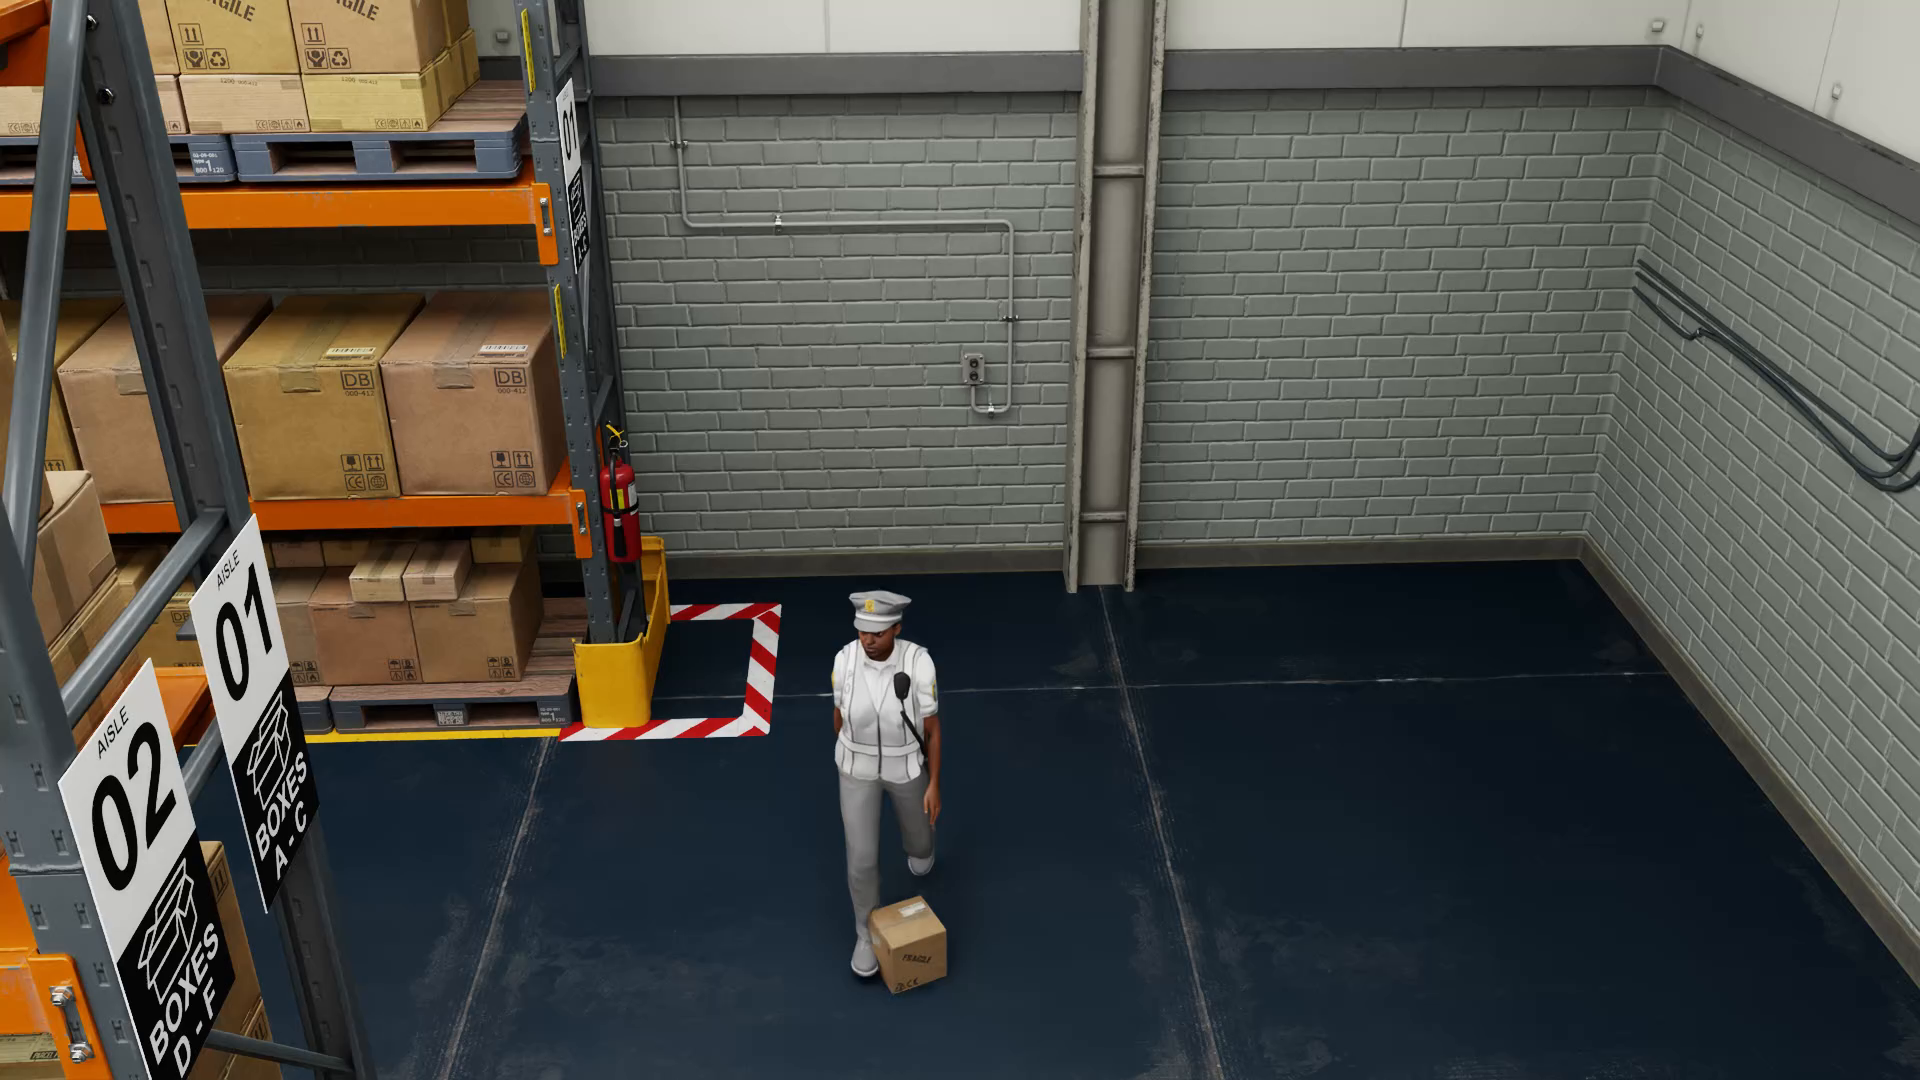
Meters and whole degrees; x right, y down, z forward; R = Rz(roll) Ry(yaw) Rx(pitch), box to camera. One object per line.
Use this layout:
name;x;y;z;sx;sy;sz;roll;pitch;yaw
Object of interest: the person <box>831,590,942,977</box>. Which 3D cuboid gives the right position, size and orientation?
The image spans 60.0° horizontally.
person;-5.122;2.803;3.063;9.553;1.806;9.857;2;28;3
